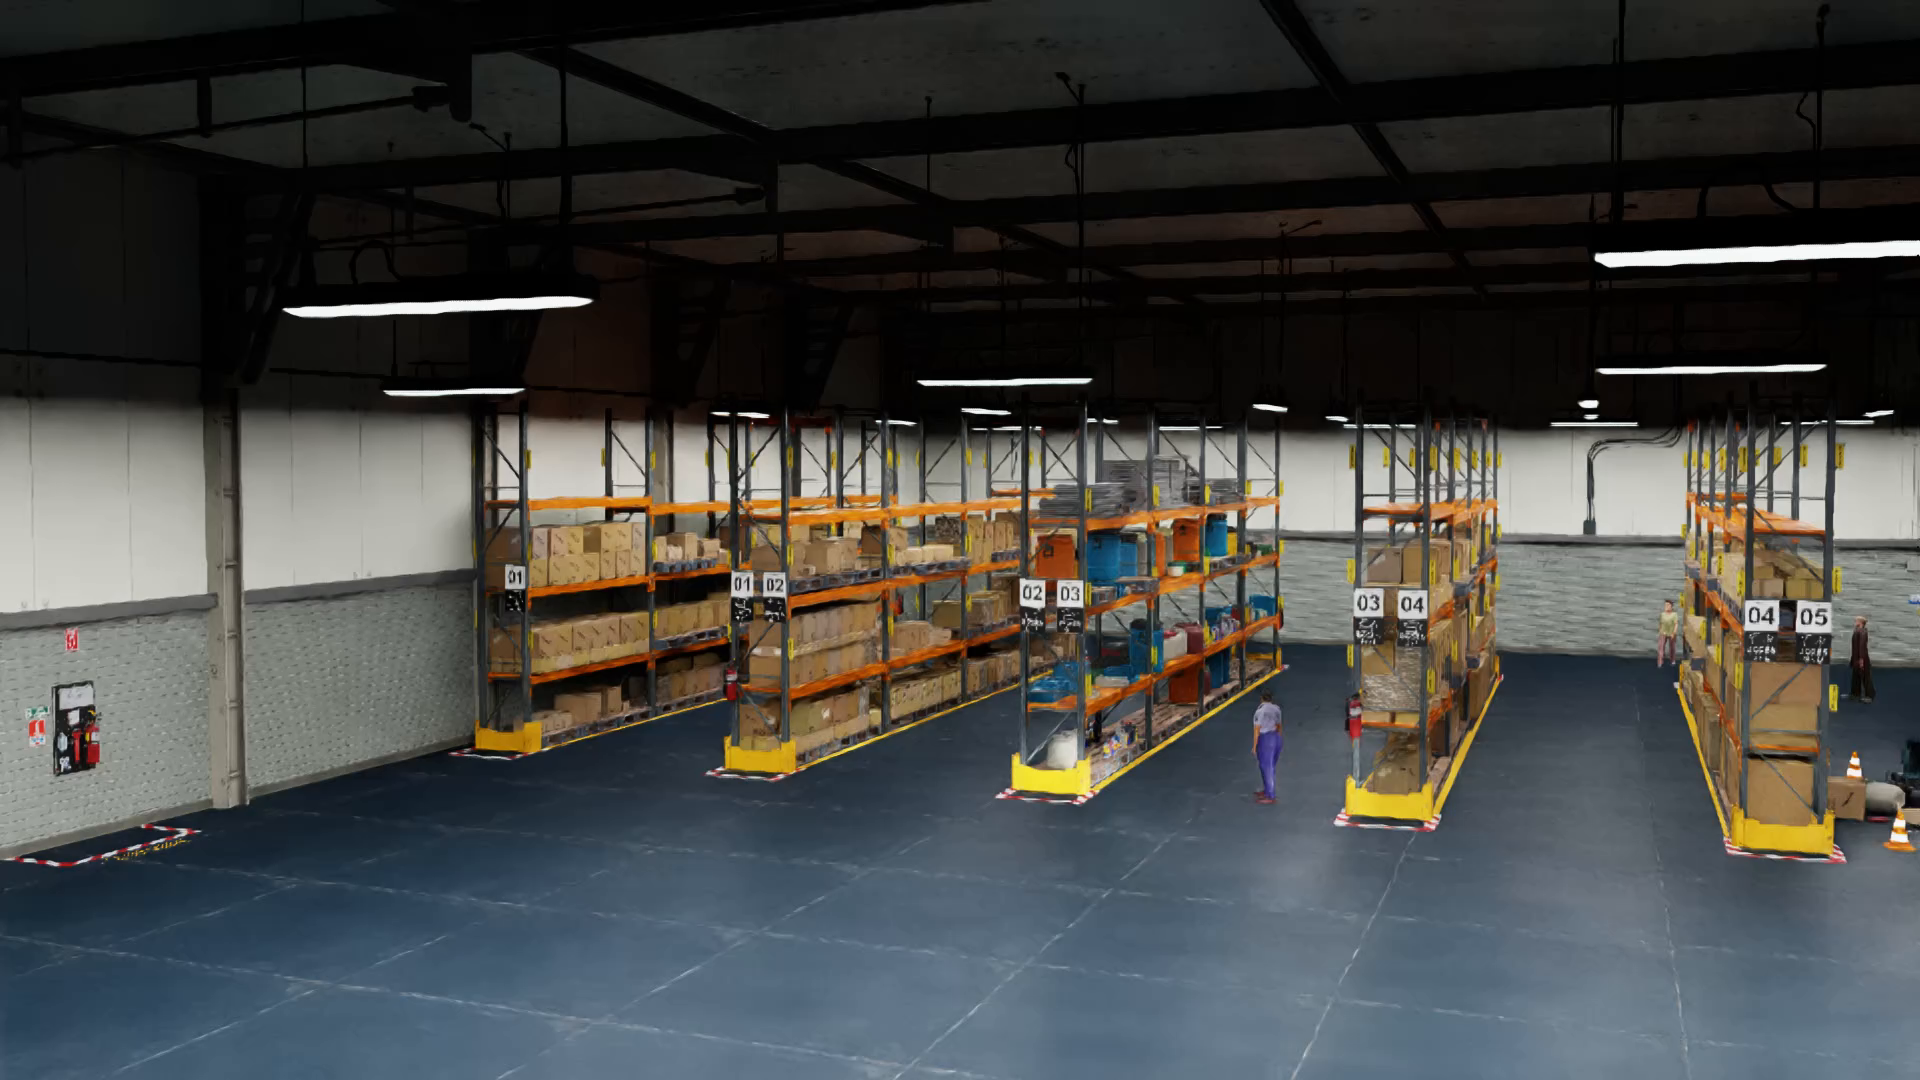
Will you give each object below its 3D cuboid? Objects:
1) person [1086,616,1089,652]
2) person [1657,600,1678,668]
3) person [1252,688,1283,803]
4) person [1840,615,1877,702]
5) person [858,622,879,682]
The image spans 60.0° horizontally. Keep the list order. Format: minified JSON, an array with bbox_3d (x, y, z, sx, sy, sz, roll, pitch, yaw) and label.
[{"bbox_3d":[3.027,2.119,43.030,0.600,1.589,0.472,-1,3,-24],"label":"person"},{"bbox_3d":[16.977,2.247,39.849,0.447,1.605,1.017,2,3,30],"label":"person"},{"bbox_3d":[4.476,2.992,24.356,0.605,1.624,0.554,-3,4,-42],"label":"person"},{"bbox_3d":[18.602,2.437,34.390,0.641,1.776,0.750,1,3,23],"label":"person"},{"bbox_3d":[-2.028,2.363,36.687,0.677,1.726,0.574,1,3,19],"label":"person"}]
